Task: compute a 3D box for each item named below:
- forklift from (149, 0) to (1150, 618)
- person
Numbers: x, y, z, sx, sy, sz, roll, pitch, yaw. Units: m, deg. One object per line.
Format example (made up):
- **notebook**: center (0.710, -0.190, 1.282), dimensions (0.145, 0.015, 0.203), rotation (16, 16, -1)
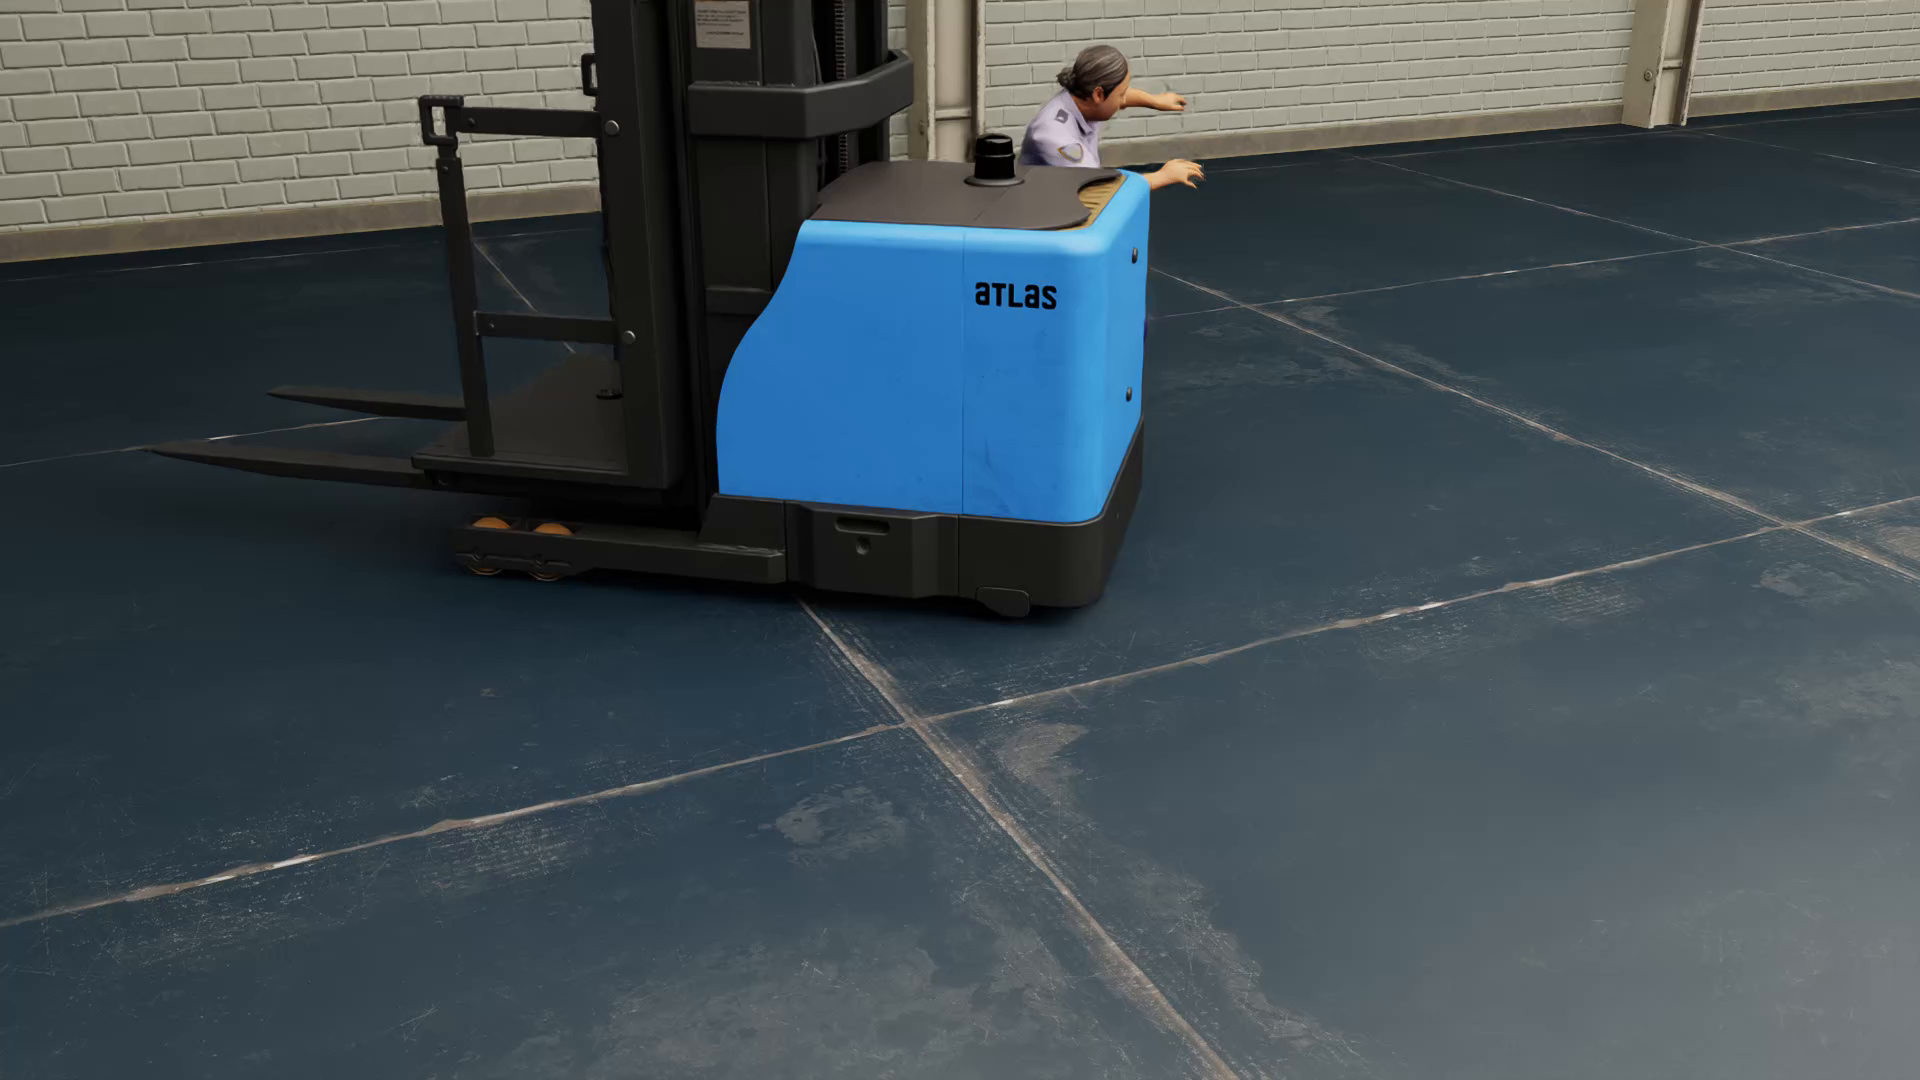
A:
- **forklift**: center (-0.992, -1.424, 4.714), dimensions (3.031, 2.935, 1.130), rotation (5, 23, 12)
- **person**: center (0.463, -0.990, 5.720), dimensions (0.760, 1.377, 1.526), rotation (8, 24, 18)
